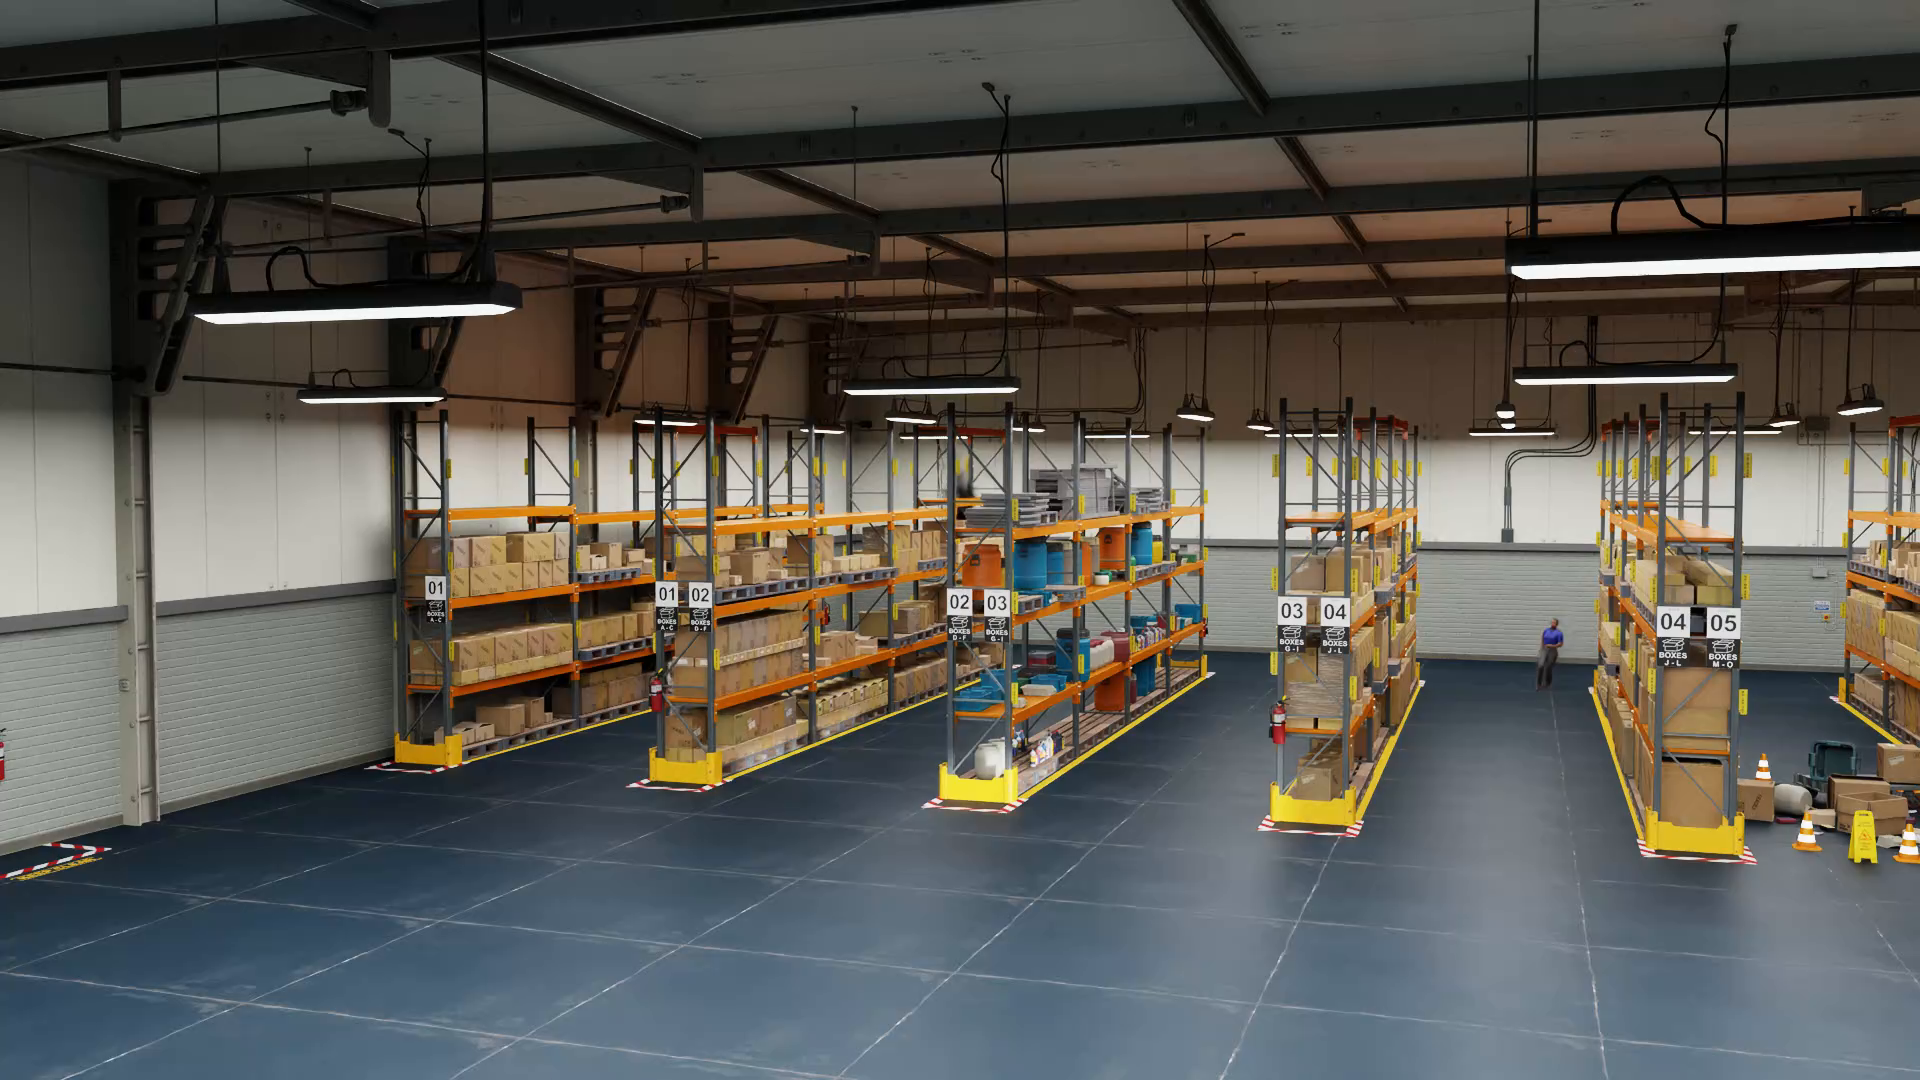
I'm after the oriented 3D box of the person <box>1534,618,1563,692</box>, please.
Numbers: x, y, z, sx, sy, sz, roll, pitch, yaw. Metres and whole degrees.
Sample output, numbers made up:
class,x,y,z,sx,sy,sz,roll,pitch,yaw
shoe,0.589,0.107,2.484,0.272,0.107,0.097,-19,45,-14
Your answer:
class,x,y,z,sx,sy,sz,roll,pitch,yaw
person,13.253,2.580,37.353,0.575,1.650,0.757,2,3,37

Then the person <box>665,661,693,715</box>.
class,x,y,z,sx,sy,sz,roll,pitch,yaw
person,-4.958,2.930,29.976,0.687,1.613,1.079,1,3,24
